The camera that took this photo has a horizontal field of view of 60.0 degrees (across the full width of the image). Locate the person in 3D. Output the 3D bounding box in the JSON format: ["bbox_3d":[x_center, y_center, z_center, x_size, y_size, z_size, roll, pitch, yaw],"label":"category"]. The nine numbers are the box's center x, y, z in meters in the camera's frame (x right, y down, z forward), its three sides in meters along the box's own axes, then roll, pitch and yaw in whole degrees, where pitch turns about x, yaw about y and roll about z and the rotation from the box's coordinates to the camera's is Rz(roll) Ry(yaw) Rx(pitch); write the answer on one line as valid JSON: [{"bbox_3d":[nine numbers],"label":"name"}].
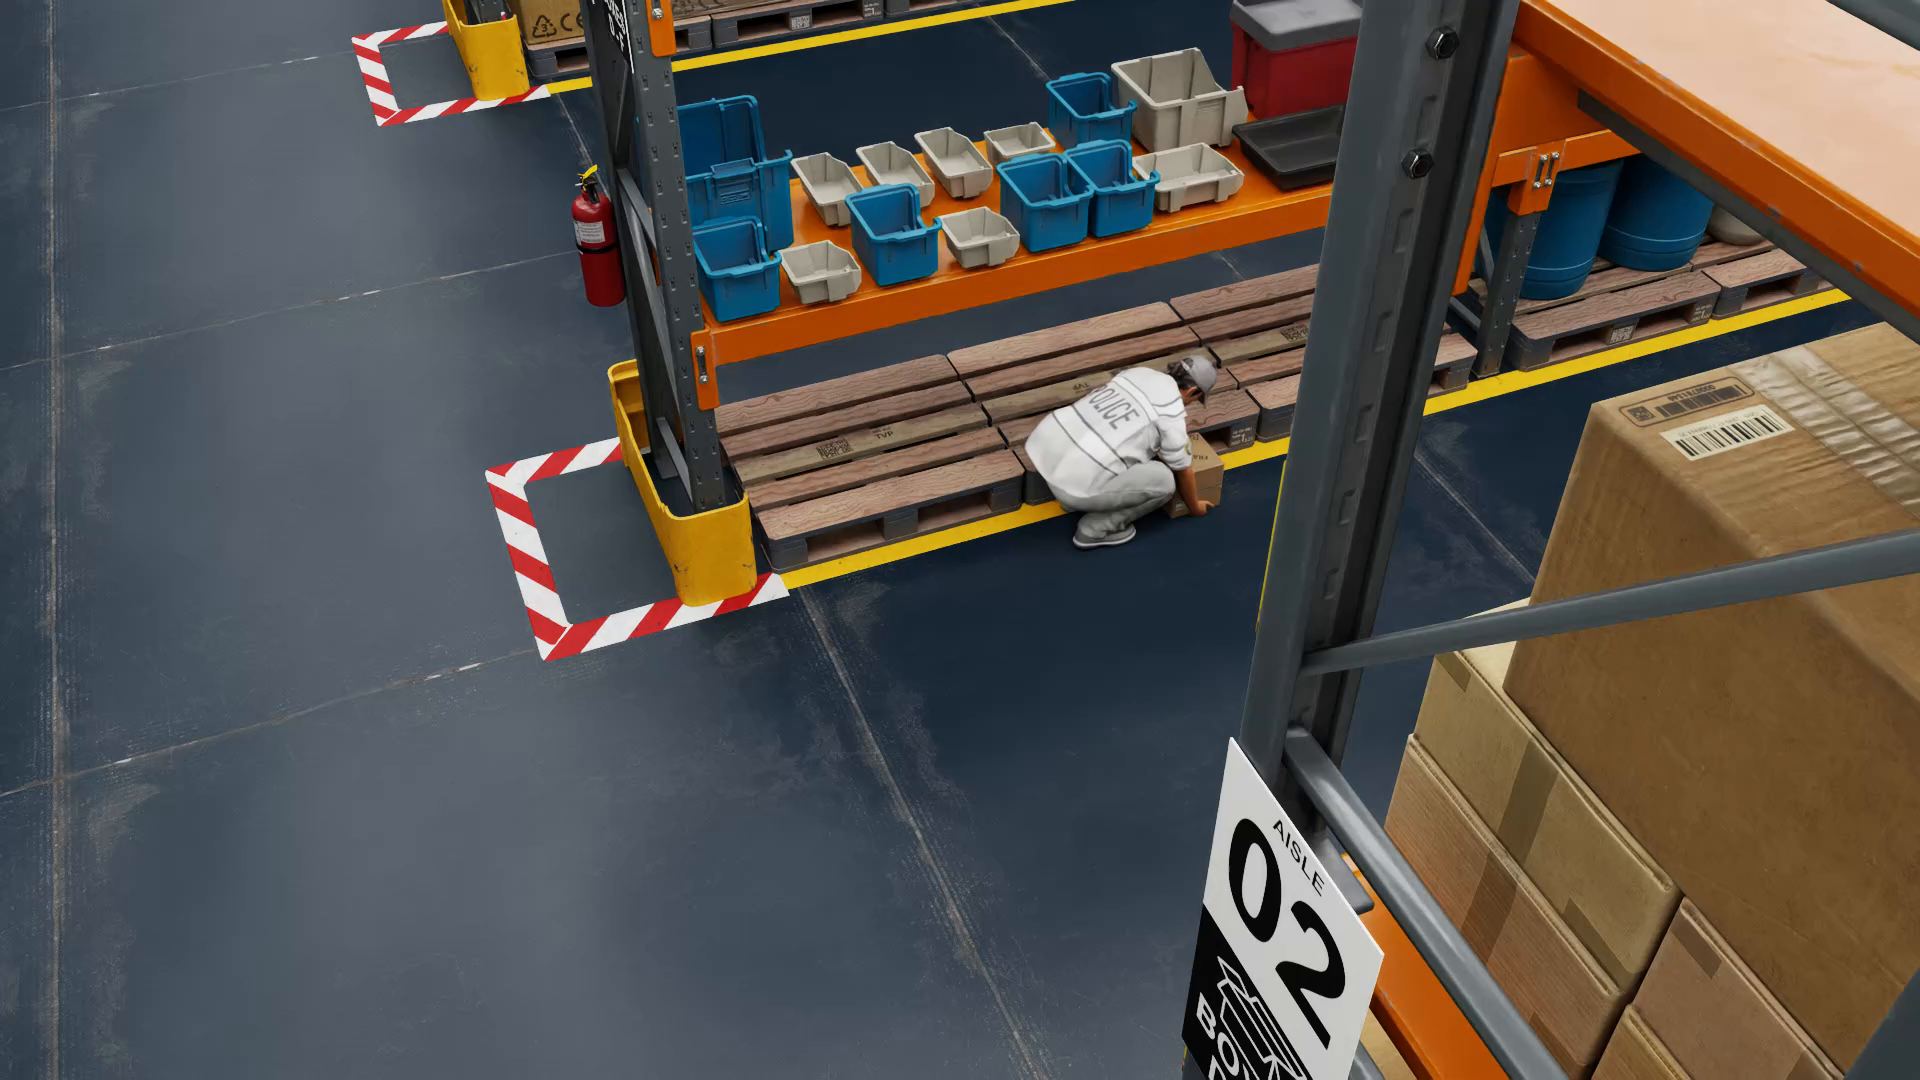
[{"bbox_3d":[0.733,-0.376,7.396,0.899,0.816,0.512,-16,45,-17],"label":"person"}]
